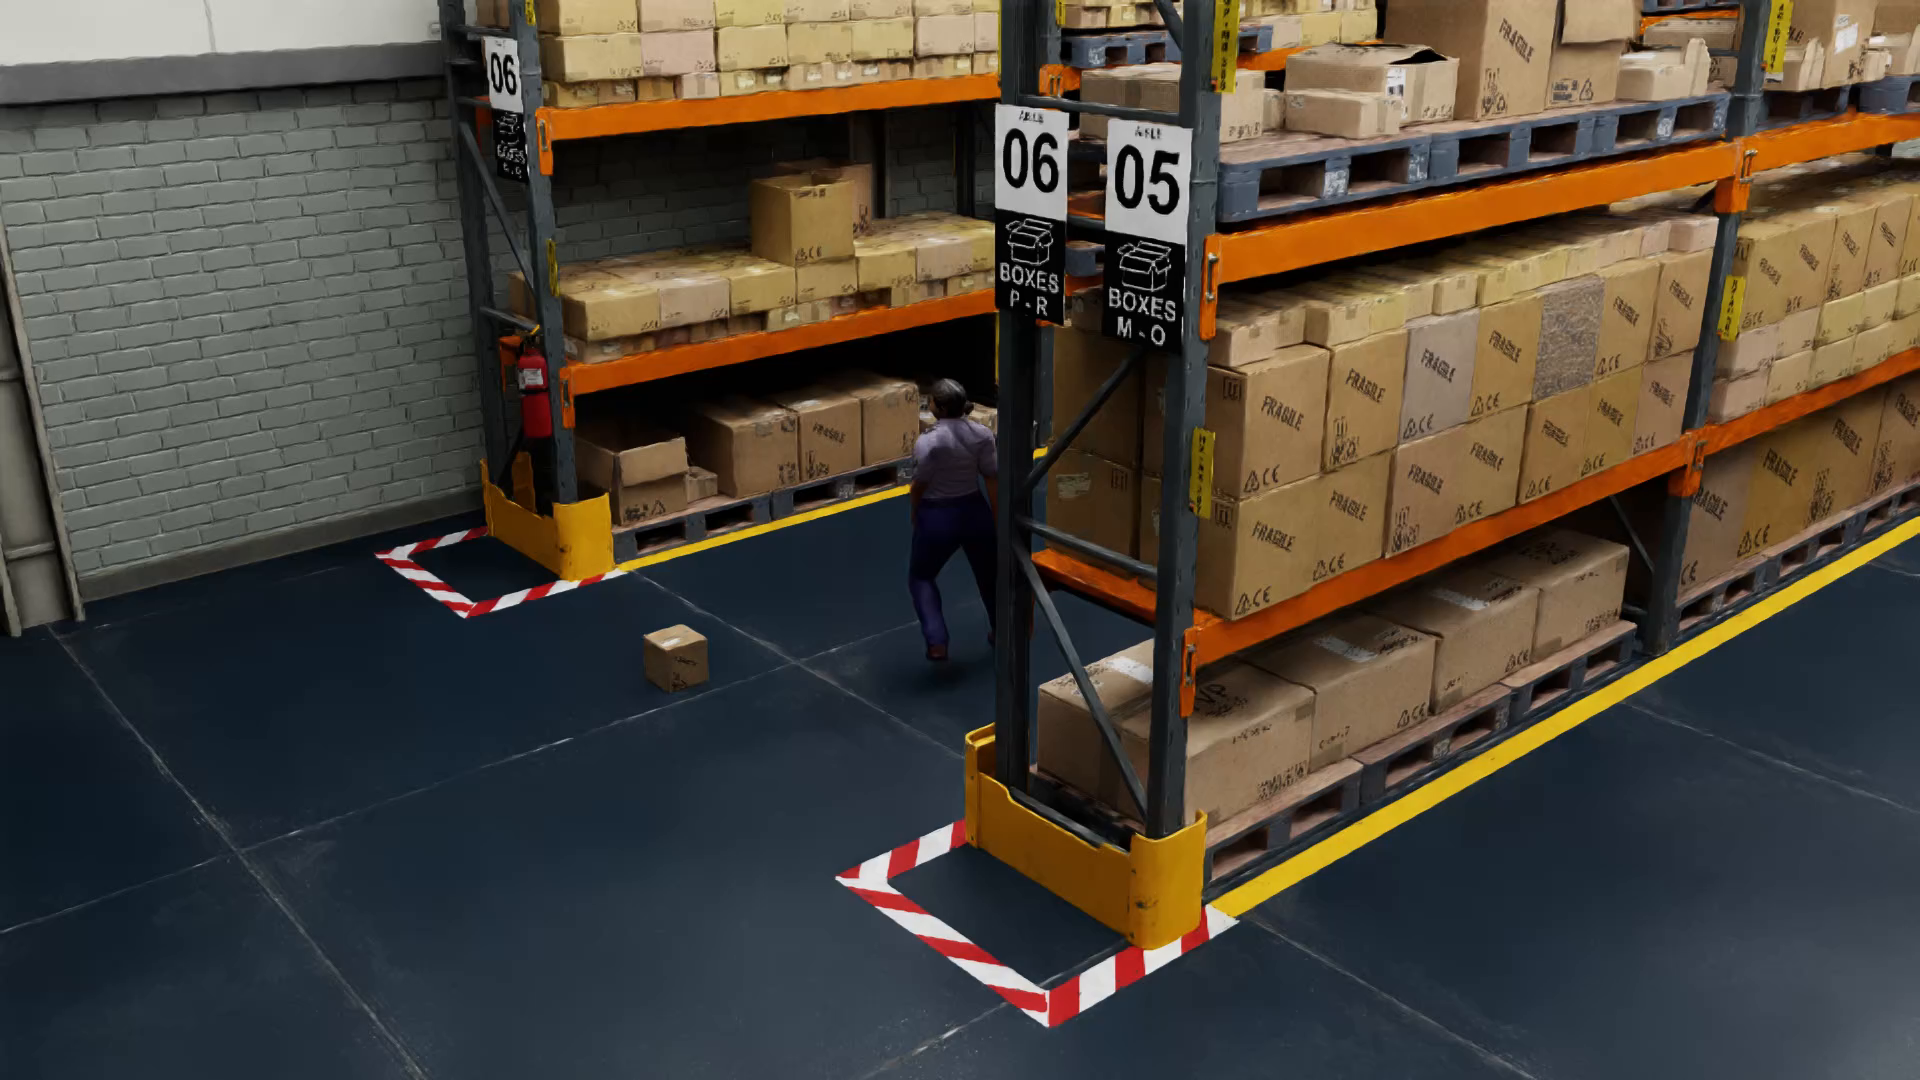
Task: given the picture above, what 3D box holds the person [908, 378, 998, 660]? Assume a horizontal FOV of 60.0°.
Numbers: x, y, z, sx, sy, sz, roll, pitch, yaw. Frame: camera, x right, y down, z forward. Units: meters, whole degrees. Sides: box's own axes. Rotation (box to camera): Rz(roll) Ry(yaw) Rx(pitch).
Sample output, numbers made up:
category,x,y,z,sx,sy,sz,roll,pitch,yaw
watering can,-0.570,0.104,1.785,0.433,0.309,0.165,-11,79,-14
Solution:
category,x,y,z,sx,sy,sz,roll,pitch,yaw
person,0.030,-0.094,8.888,0.662,1.615,0.520,-11,24,-26
